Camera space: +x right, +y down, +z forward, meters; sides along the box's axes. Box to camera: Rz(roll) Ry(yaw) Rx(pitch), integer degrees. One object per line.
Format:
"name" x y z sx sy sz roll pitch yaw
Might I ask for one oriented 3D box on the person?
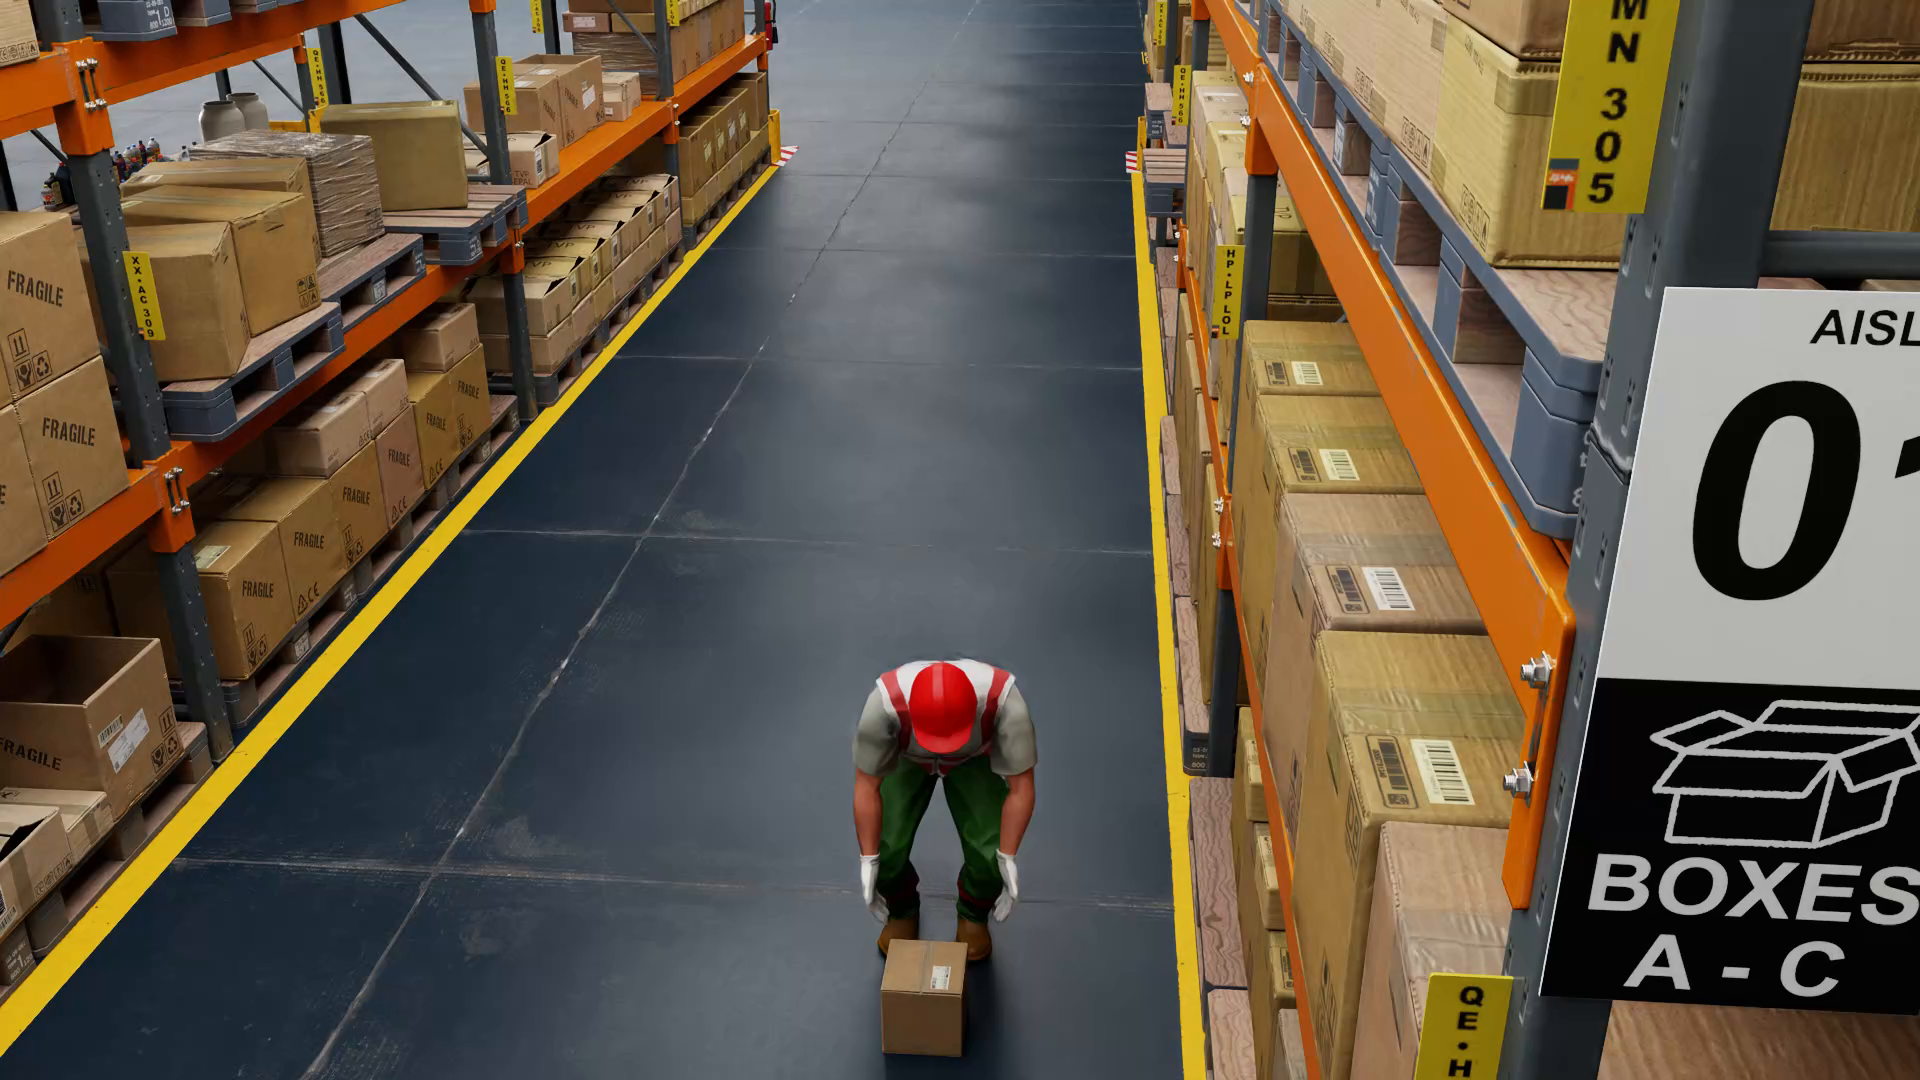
"person" -0.083 1.103 5.421 0.530 0.810 0.947 1 24 3
